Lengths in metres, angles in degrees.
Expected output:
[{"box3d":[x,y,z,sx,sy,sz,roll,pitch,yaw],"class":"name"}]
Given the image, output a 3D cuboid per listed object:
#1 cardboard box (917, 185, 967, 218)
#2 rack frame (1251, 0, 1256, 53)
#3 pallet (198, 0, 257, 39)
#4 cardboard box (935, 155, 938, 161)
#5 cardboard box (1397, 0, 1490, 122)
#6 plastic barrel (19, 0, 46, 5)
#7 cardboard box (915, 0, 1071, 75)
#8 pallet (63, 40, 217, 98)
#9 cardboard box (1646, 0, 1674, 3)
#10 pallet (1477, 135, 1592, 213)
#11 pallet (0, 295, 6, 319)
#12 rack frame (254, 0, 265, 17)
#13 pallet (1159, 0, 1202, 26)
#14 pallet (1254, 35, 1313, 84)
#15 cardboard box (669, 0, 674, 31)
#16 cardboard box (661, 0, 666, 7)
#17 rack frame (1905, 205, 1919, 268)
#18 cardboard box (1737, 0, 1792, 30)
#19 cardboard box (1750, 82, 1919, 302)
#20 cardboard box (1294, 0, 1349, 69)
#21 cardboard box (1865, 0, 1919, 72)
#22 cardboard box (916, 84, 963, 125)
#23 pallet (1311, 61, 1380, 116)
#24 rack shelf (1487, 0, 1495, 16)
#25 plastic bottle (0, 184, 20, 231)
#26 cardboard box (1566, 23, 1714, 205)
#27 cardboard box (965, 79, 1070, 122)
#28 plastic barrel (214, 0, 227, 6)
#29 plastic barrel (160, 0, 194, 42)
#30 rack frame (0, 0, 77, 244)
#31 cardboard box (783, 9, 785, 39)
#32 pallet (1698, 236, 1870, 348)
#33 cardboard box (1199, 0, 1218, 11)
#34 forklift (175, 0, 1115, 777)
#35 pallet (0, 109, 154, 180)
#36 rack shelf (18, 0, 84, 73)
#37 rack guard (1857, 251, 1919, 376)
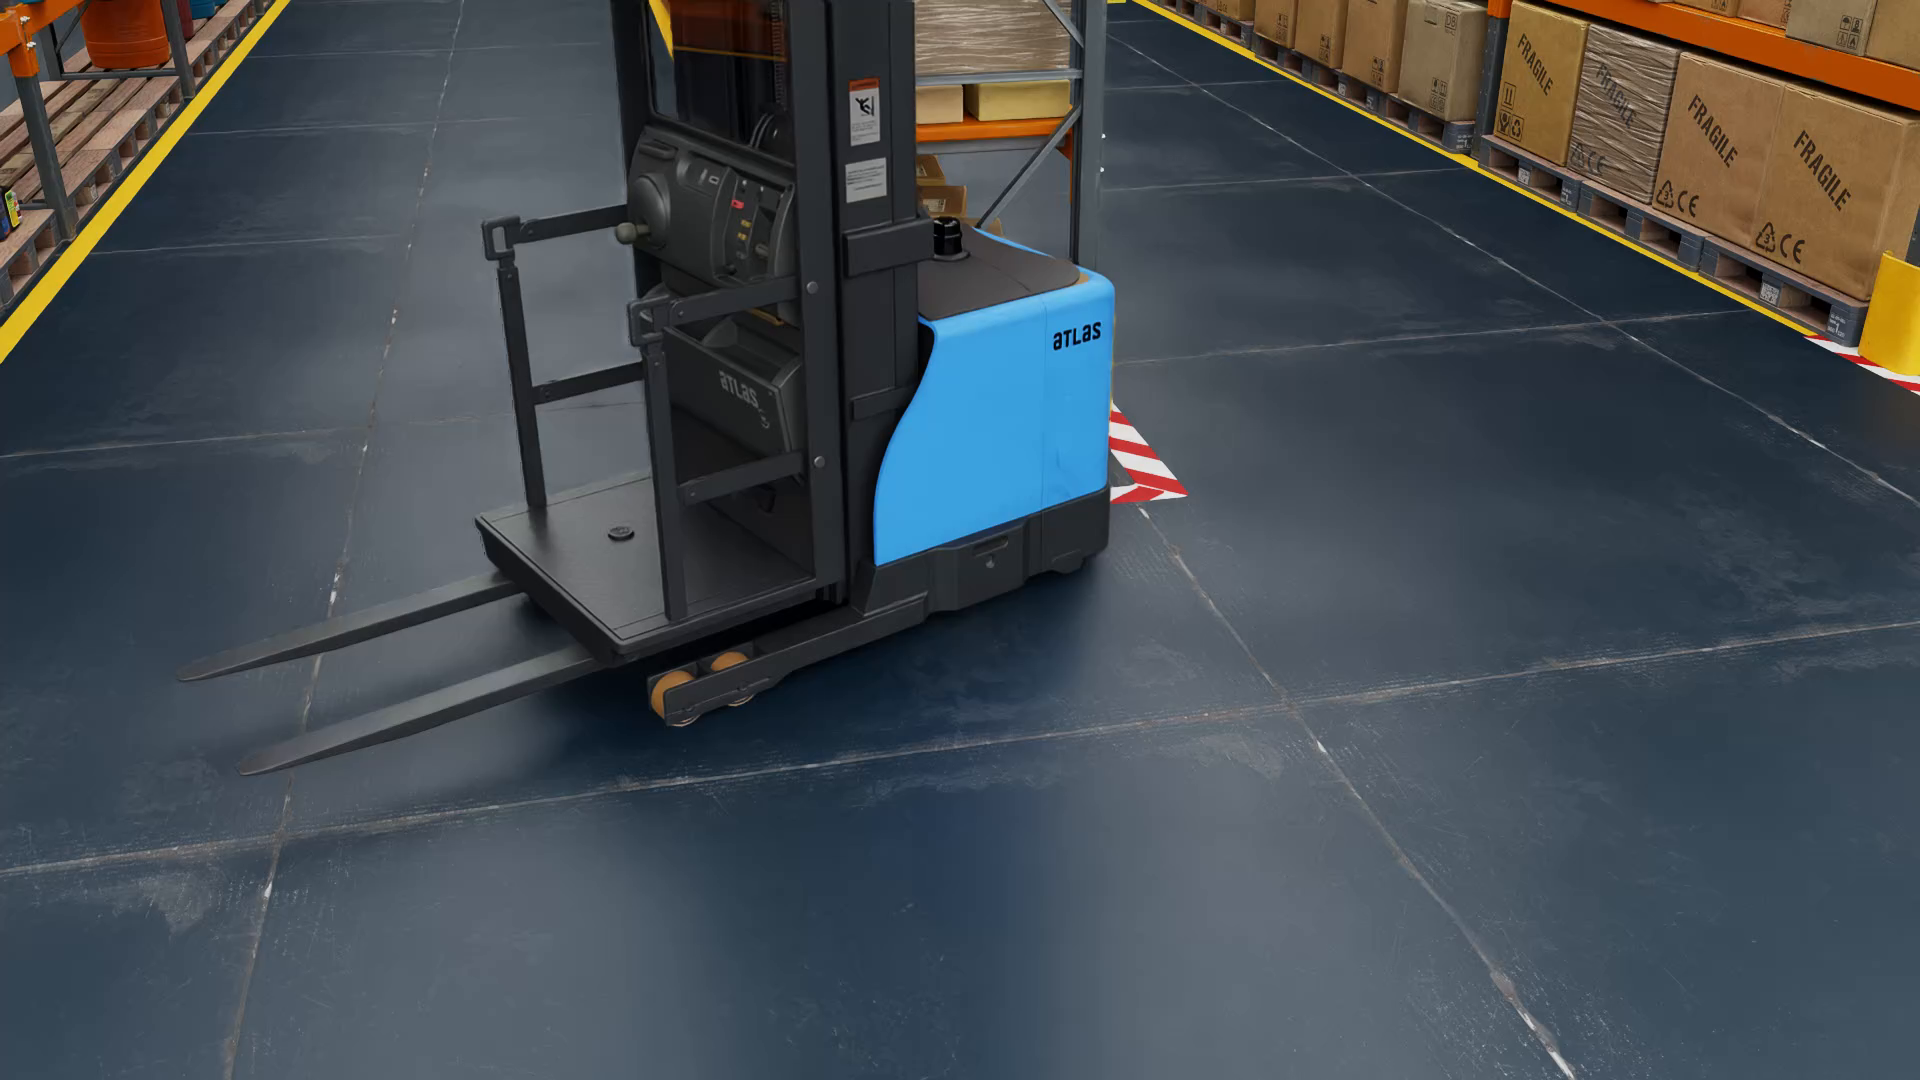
[{"box3d":[-0.227,-1.393,7.989,0.500,0.500,0.500,1,27,2],"class":"cardboard box"},{"box3d":[3.118,-5.758,14.329,1.000,3.000,0.127,-6,27,-12],"class":"rack frame"},{"box3d":[-7.331,-4.964,15.851,1.003,0.211,1.213,-6,27,-12],"class":"pallet"},{"box3d":[-0.432,-1.920,9.032,0.500,0.500,0.500,-8,28,-16],"class":"cardboard box"},{"box3d":[3.792,-3.449,11.784,1.050,0.750,0.750,-6,27,-12],"class":"cardboard box"},{"box3d":[-5.453,-3.464,9.228,0.600,0.901,0.708,-6,27,-12],"class":"plastic barrel"},{"box3d":[-0.031,-2.209,6.856,0.875,0.500,0.500,-6,27,-12],"class":"cardboard box"},{"box3d":[-6.781,-3.893,13.729,1.003,0.211,1.213,-6,27,-12],"class":"pallet"},{"box3d":[4.267,-3.420,9.531,0.875,0.550,0.550,-6,27,-12],"class":"cardboard box"},{"box3d":[4.115,-2.416,10.802,1.003,0.211,1.213,-6,27,-12],"class":"pallet"},{"box3d":[-5.272,-0.959,7.916,1.003,0.211,1.213,-6,27,-12],"class":"pallet"},{"box3d":[-7.464,-6.552,15.902,1.000,3.000,0.127,-6,27,-12],"class":"rack frame"},{"box3d":[2.672,-5.391,16.697,1.003,0.211,1.213,-6,27,-12],"class":"pallet"},{"box3d":[3.222,-4.160,14.257,1.003,0.211,1.213,-6,27,-12],"class":"pallet"},{"box3d":[-1.872,-4.843,14.408,1.225,0.875,0.875,-7,28,-14],"class":"cardboard box"},{"box3d":[-2.273,-5.623,15.953,1.225,0.875,0.875,-7,28,-13],"class":"cardboard box"},{"box3d":[4.921,-2.246,7.371,1.000,3.000,0.127,-6,27,-12],"class":"rack frame"},{"box3d":[4.644,-2.969,8.637,0.875,0.550,0.550,-6,27,-12],"class":"cardboard box"},{"box3d":[4.704,-1.776,8.332,0.875,0.875,0.875,-6,27,-11],"class":"cardboard box"},{"box3d":[3.368,-4.281,13.434,1.050,0.750,0.750,-6,27,-11],"class":"cardboard box"},{"box3d":[4.793,-2.471,7.651,0.875,0.550,0.550,-6,27,-12],"class":"cardboard box"},{"box3d":[-0.200,-1.779,6.724,0.380,0.149,0.250,-6,27,-12],"class":"cardboard box"},{"box3d":[3.494,-3.625,13.198,1.003,0.211,1.213,-6,27,-12],"class":"pallet"},{"box3d":[3.569,-4.559,12.752,1.077,0.370,4.000,-6,27,-12],"class":"rack shelf"},{"box3d":[-5.231,-1.846,9.105,0.061,0.283,0.133,-5,27,-9],"class":"plastic bottle"},{"box3d":[4.300,-2.563,9.890,0.875,0.875,0.875,-6,27,-11],"class":"cardboard box"},{"box3d":[0.234,-1.824,6.814,0.380,0.149,0.250,-6,27,-12],"class":"cardboard box"},{"box3d":[-7.358,-5.562,15.804,0.600,0.901,0.708,-6,27,-12],"class":"plastic barrel"},{"box3d":[-6.944,-4.616,14.276,0.600,0.588,0.708,-6,27,-12],"class":"plastic barrel"},{"box3d":[-5.661,-3.040,8.944,1.000,3.000,0.127,-6,27,-12],"class":"rack frame"},{"box3d":[-0.729,-2.649,8.447,0.380,0.149,0.250,-6,27,-12],"class":"cardboard box"},{"box3d":[4.665,-1.344,8.679,1.003,0.211,1.213,-6,27,-12],"class":"pallet"},{"box3d":[2.602,-5.320,15.770,0.500,0.500,0.500,-5,27,-10],"class":"cardboard box"},{"box3d":[-0.939,-1.005,4.988,3.031,2.935,1.130,-19,32,-33],"class":"forklift"},{"box3d":[-6.154,-2.673,11.311,1.003,0.211,1.213,-6,27,-12],"class":"pallet"},{"box3d":[-6.112,-3.597,10.846,1.077,0.370,4.000,-6,27,-12],"class":"rack shelf"},{"box3d":[4.926,-1.120,7.914,1.175,0.500,0.348,-6,27,-12],"class":"rack guard"}]
